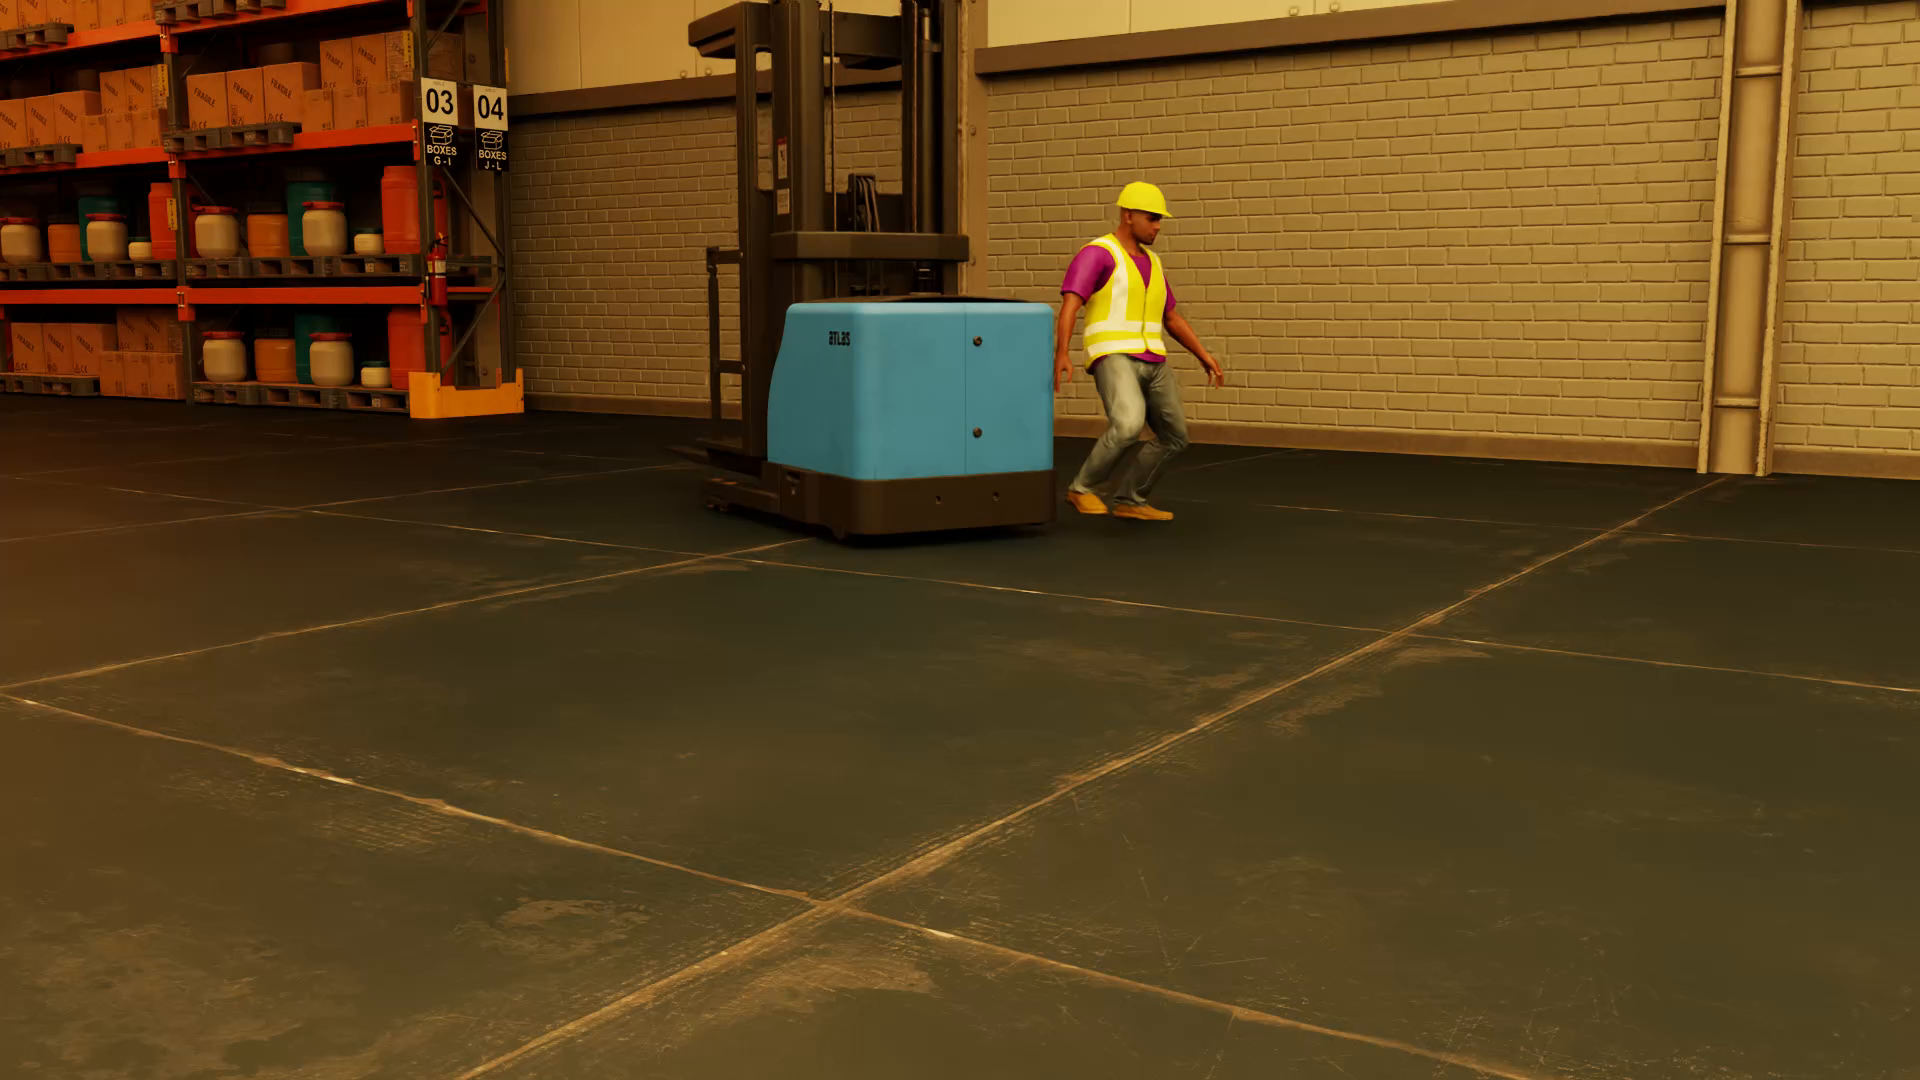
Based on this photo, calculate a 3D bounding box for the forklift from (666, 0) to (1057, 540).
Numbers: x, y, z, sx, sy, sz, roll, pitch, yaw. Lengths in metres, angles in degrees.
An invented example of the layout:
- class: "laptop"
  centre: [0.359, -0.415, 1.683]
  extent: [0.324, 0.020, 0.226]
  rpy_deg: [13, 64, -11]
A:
- class: "forklift"
  centre: [-0.714, -1.618, 8.568]
  extent: [1.130, 2.935, 3.031]
  rpy_deg: [-5, 9, -29]

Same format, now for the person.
- class: "person"
  centre: [0.829, -0.874, 7.965]
  extent: [0.987, 1.660, 0.601]
  rpy_deg: [-7, 10, -39]
